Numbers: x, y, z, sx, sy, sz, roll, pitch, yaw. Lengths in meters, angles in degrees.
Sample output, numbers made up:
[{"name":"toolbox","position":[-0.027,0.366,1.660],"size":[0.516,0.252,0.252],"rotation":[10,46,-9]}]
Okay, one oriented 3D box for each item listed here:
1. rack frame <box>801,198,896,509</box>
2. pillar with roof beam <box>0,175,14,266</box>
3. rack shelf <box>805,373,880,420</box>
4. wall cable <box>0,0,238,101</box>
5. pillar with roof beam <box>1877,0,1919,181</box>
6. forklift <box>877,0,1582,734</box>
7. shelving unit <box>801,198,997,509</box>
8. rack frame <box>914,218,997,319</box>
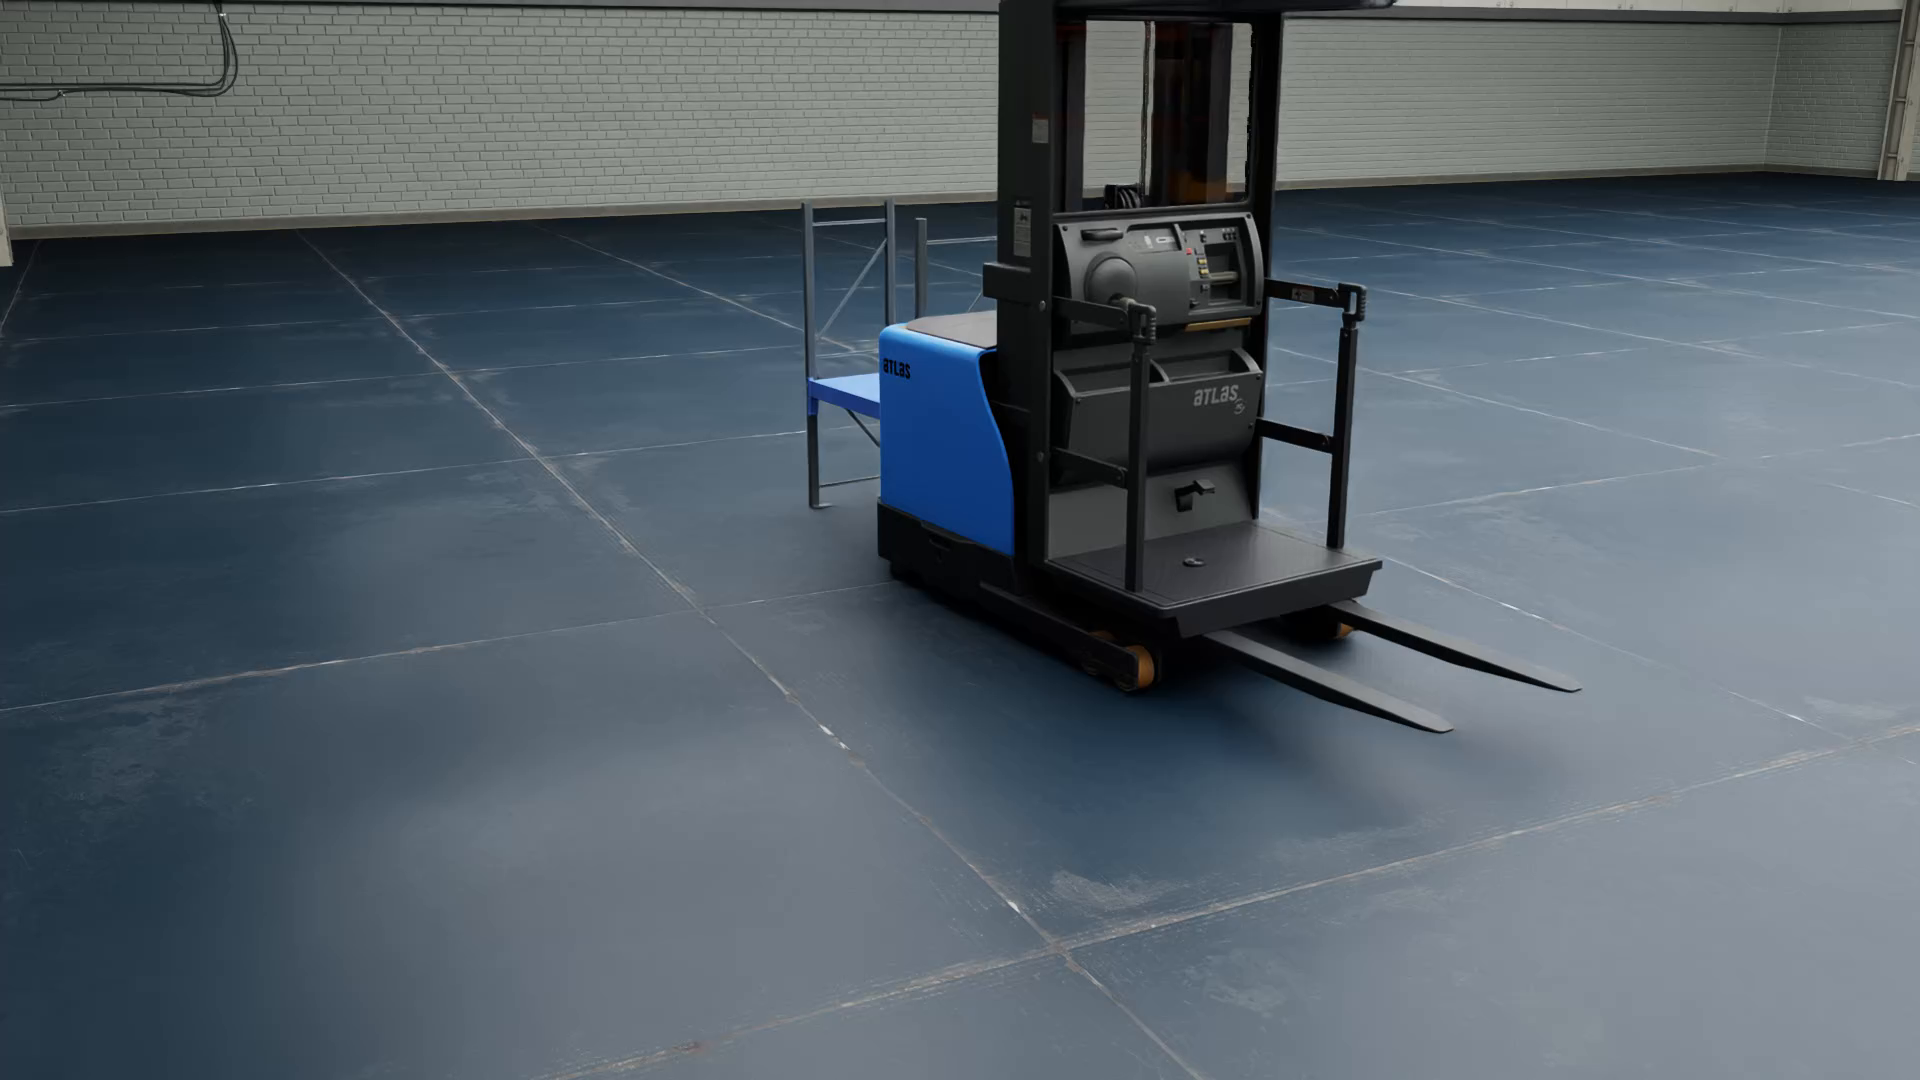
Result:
[{"name":"rack frame","position":[-0.538,-0.918,8.231],"size":[0.500,1.500,0.032],"rotation":[-10,19,-32]},{"name":"pillar with roof beam","position":[-6.743,-7.880,18.897],"size":[9.100,9.000,0.400],"rotation":[-8,18,-25]},{"name":"rack shelf","position":[-0.258,-0.628,7.873],"size":[0.538,0.185,1.000],"rotation":[-10,19,-32]},{"name":"wall cable","position":[-10.715,-6.758,20.615],"size":[3.097,2.526,0.112],"rotation":[-8,18,-25]},{"name":"pillar with roof beam","position":[13.834,-10.646,28.536],"size":[9.100,9.000,0.400],"rotation":[-8,18,-25]},{"name":"forklift","position":[0.873,-1.021,5.994],"size":[1.130,2.935,3.031],"rotation":[-10,19,-32]},{"name":"shelving unit","position":[-0.258,-0.801,7.824],"size":[0.538,1.500,1.048],"rotation":[-10,19,-32]},{"name":"rack frame","position":[0.022,-0.684,7.416],"size":[0.500,1.500,0.032],"rotation":[-10,19,-32]}]
